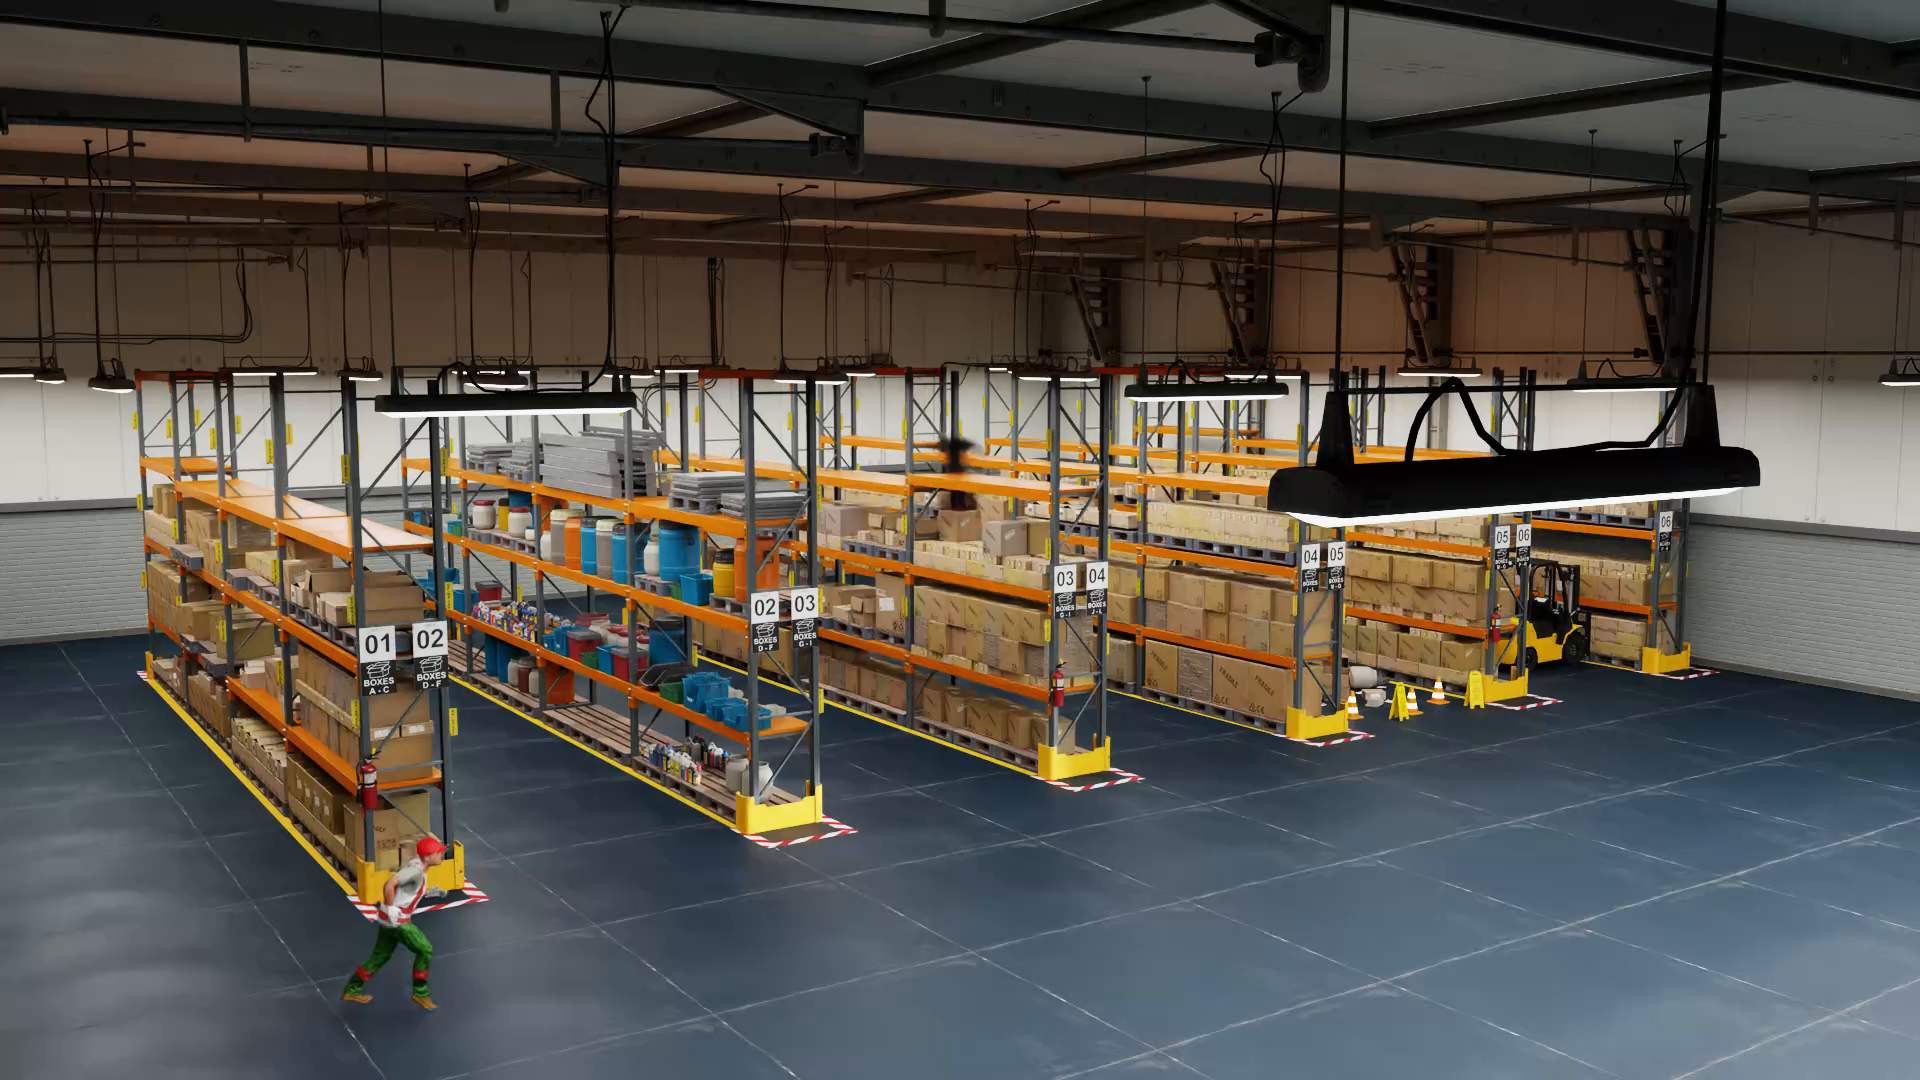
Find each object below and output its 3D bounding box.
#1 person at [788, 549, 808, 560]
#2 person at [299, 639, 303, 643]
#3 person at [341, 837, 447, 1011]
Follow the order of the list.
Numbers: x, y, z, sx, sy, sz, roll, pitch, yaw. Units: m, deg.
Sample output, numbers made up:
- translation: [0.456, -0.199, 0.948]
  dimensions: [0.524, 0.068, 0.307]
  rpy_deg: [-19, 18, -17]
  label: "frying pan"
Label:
- translation: [-4.039, 0.758, 41.572]
  dimensions: [0.668, 1.849, 0.809]
  rpy_deg: [2, 7, 16]
  label: "person"
- translation: [-11.332, 2.141, 29.387]
  dimensions: [0.660, 1.771, 0.828]
  rpy_deg: [-4, 8, -32]
  label: "person"
- translation: [-5.433, 3.727, 15.948]
  dimensions: [1.026, 1.730, 0.713]
  rpy_deg: [-1, 7, -12]
  label: "person"
